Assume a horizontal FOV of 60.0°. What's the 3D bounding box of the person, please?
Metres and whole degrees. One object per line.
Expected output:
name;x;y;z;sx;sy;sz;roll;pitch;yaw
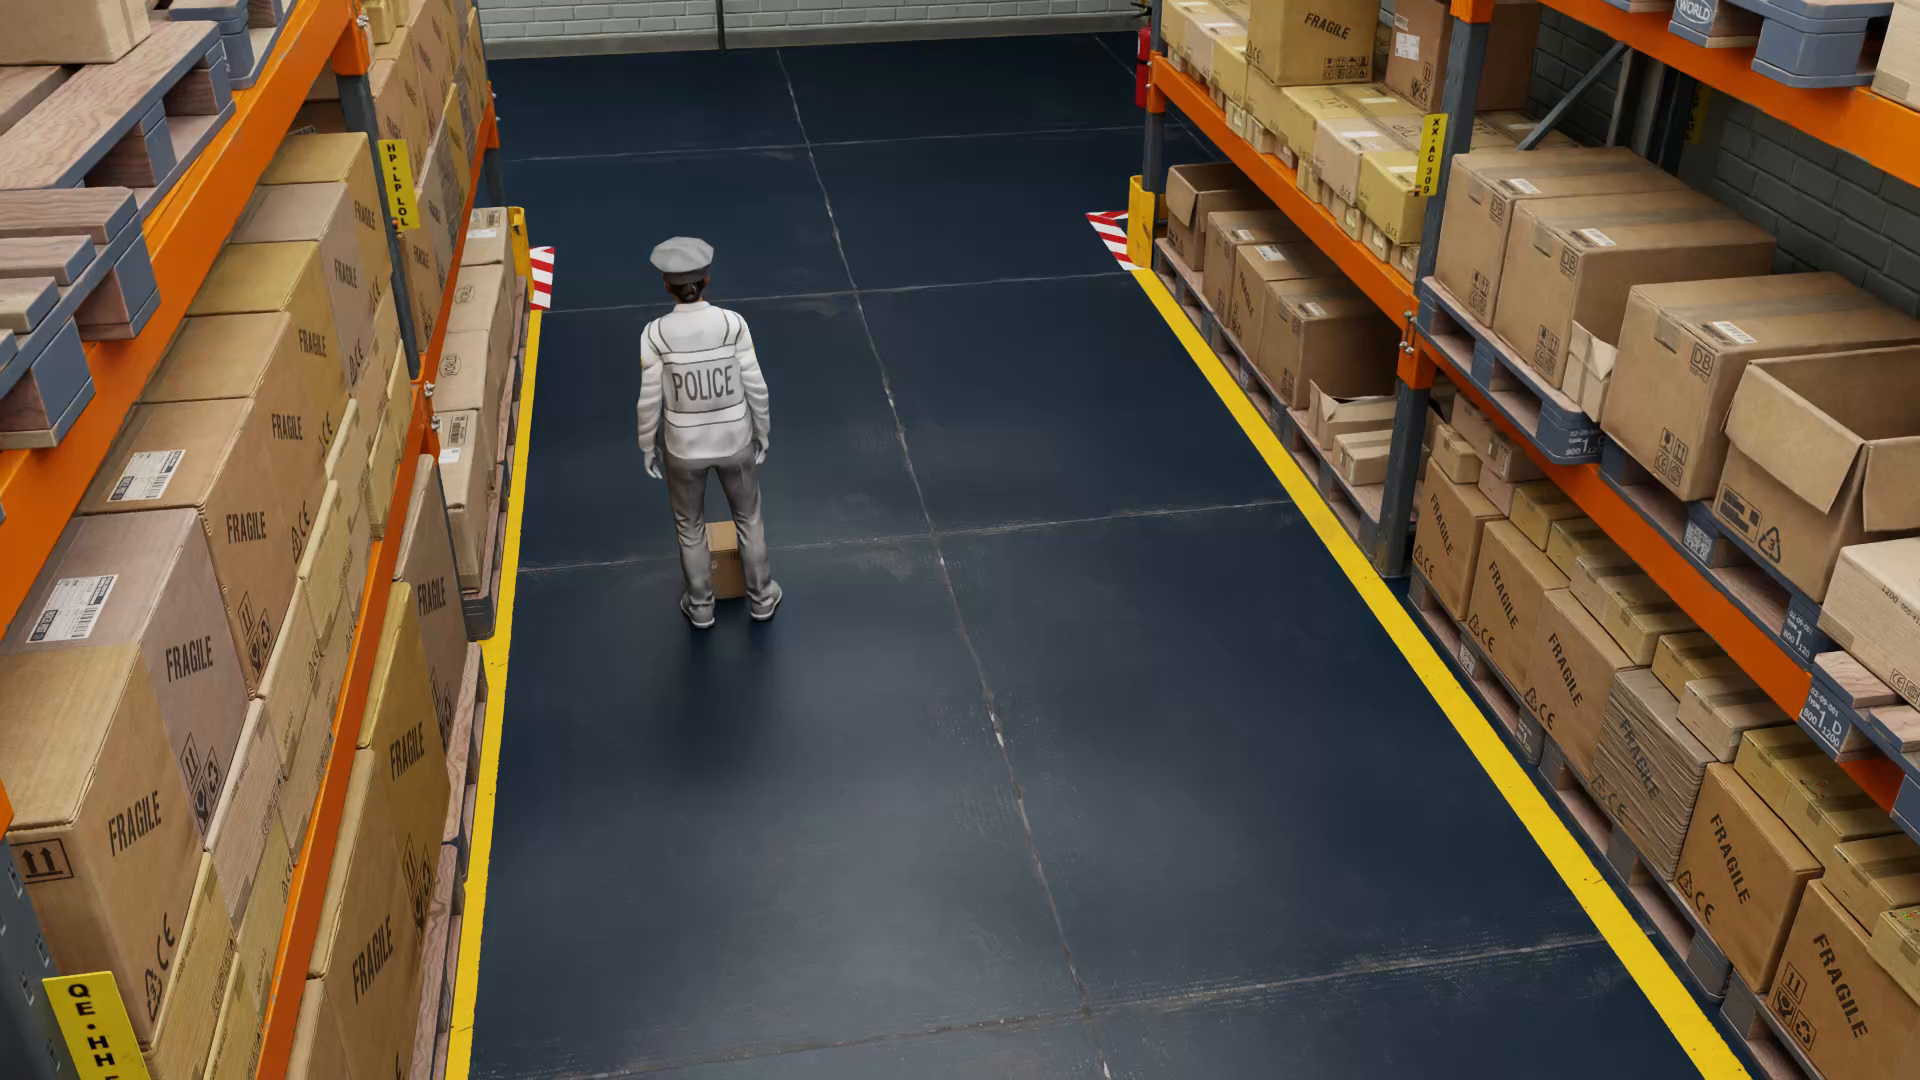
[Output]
person;-1.032;-0.393;6.785;0.548;1.665;0.374;-8;32;-12
